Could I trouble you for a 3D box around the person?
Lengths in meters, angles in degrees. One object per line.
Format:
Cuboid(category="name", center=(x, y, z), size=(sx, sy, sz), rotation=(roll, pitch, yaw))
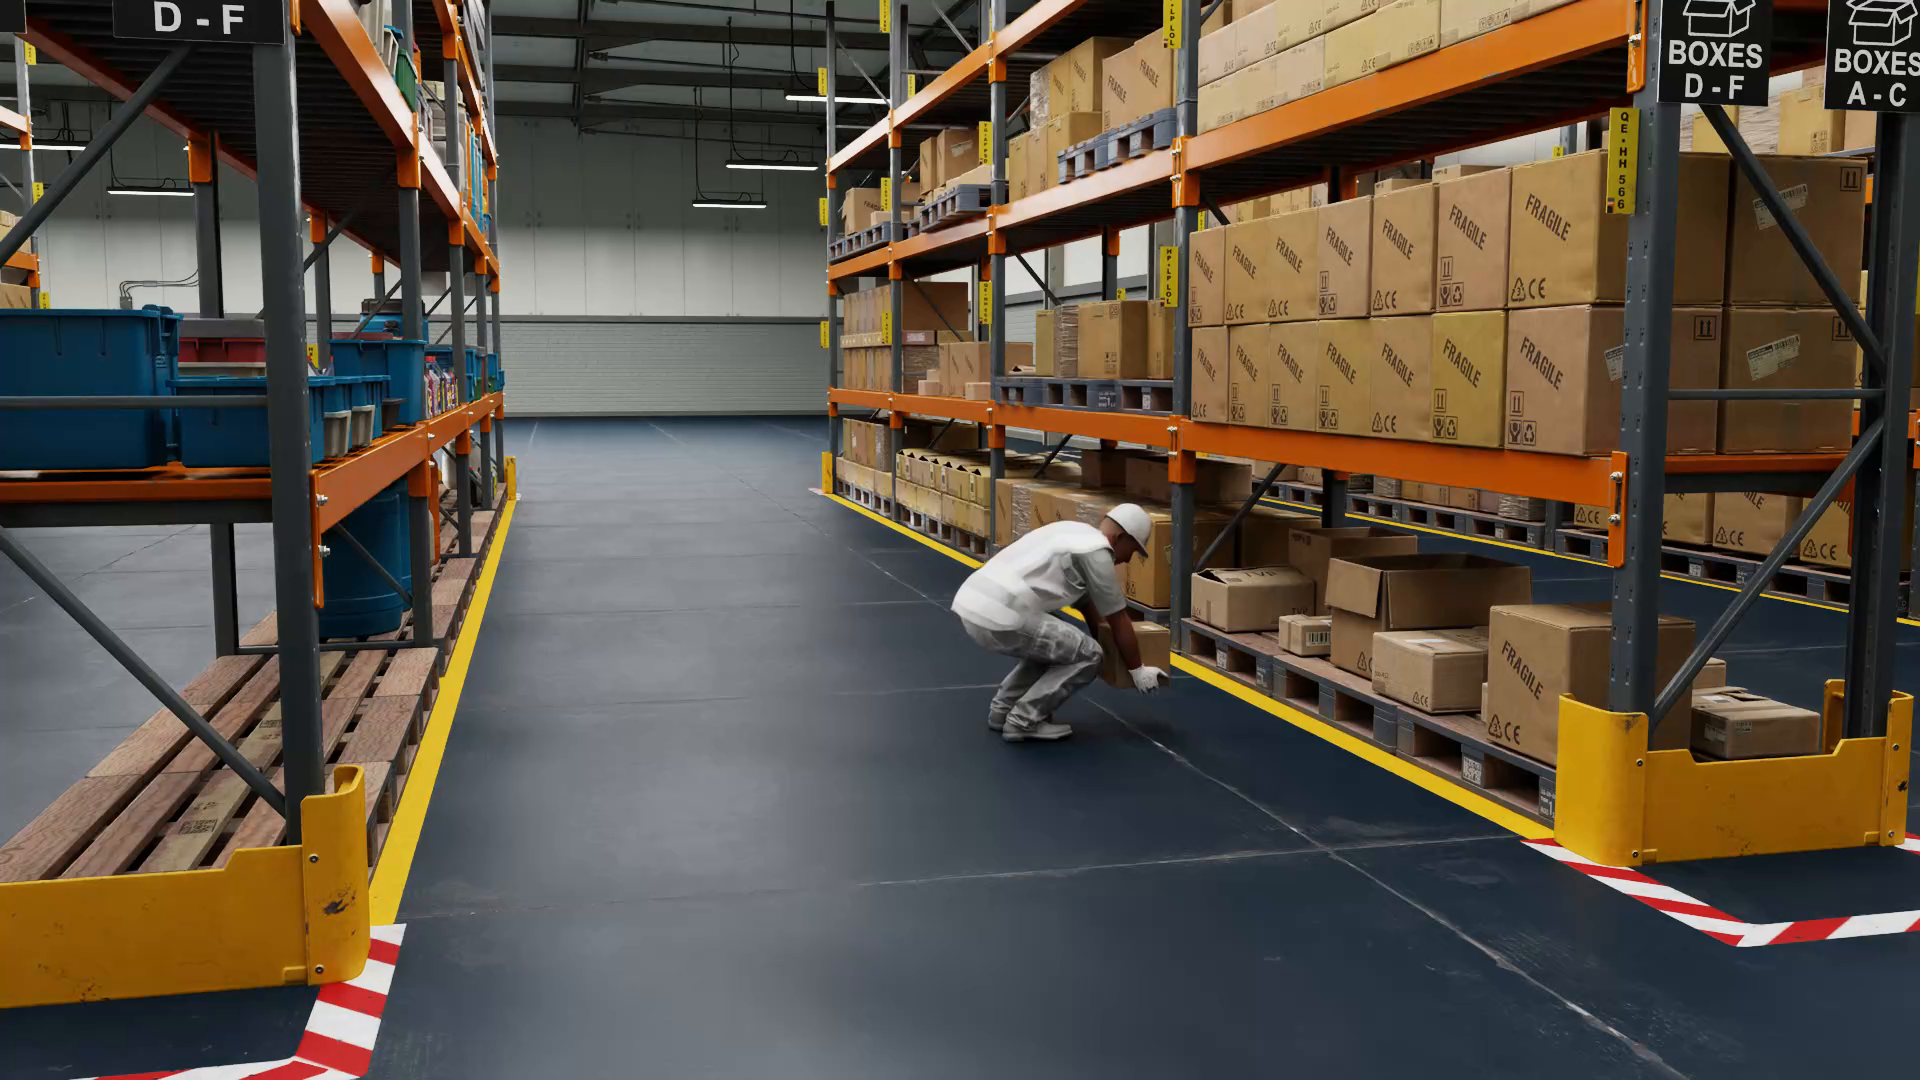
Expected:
Cuboid(category="person", center=(0.430, 0.347, 7.292), size=(0.934, 0.998, 0.557), rotation=(-2, 6, -15))
